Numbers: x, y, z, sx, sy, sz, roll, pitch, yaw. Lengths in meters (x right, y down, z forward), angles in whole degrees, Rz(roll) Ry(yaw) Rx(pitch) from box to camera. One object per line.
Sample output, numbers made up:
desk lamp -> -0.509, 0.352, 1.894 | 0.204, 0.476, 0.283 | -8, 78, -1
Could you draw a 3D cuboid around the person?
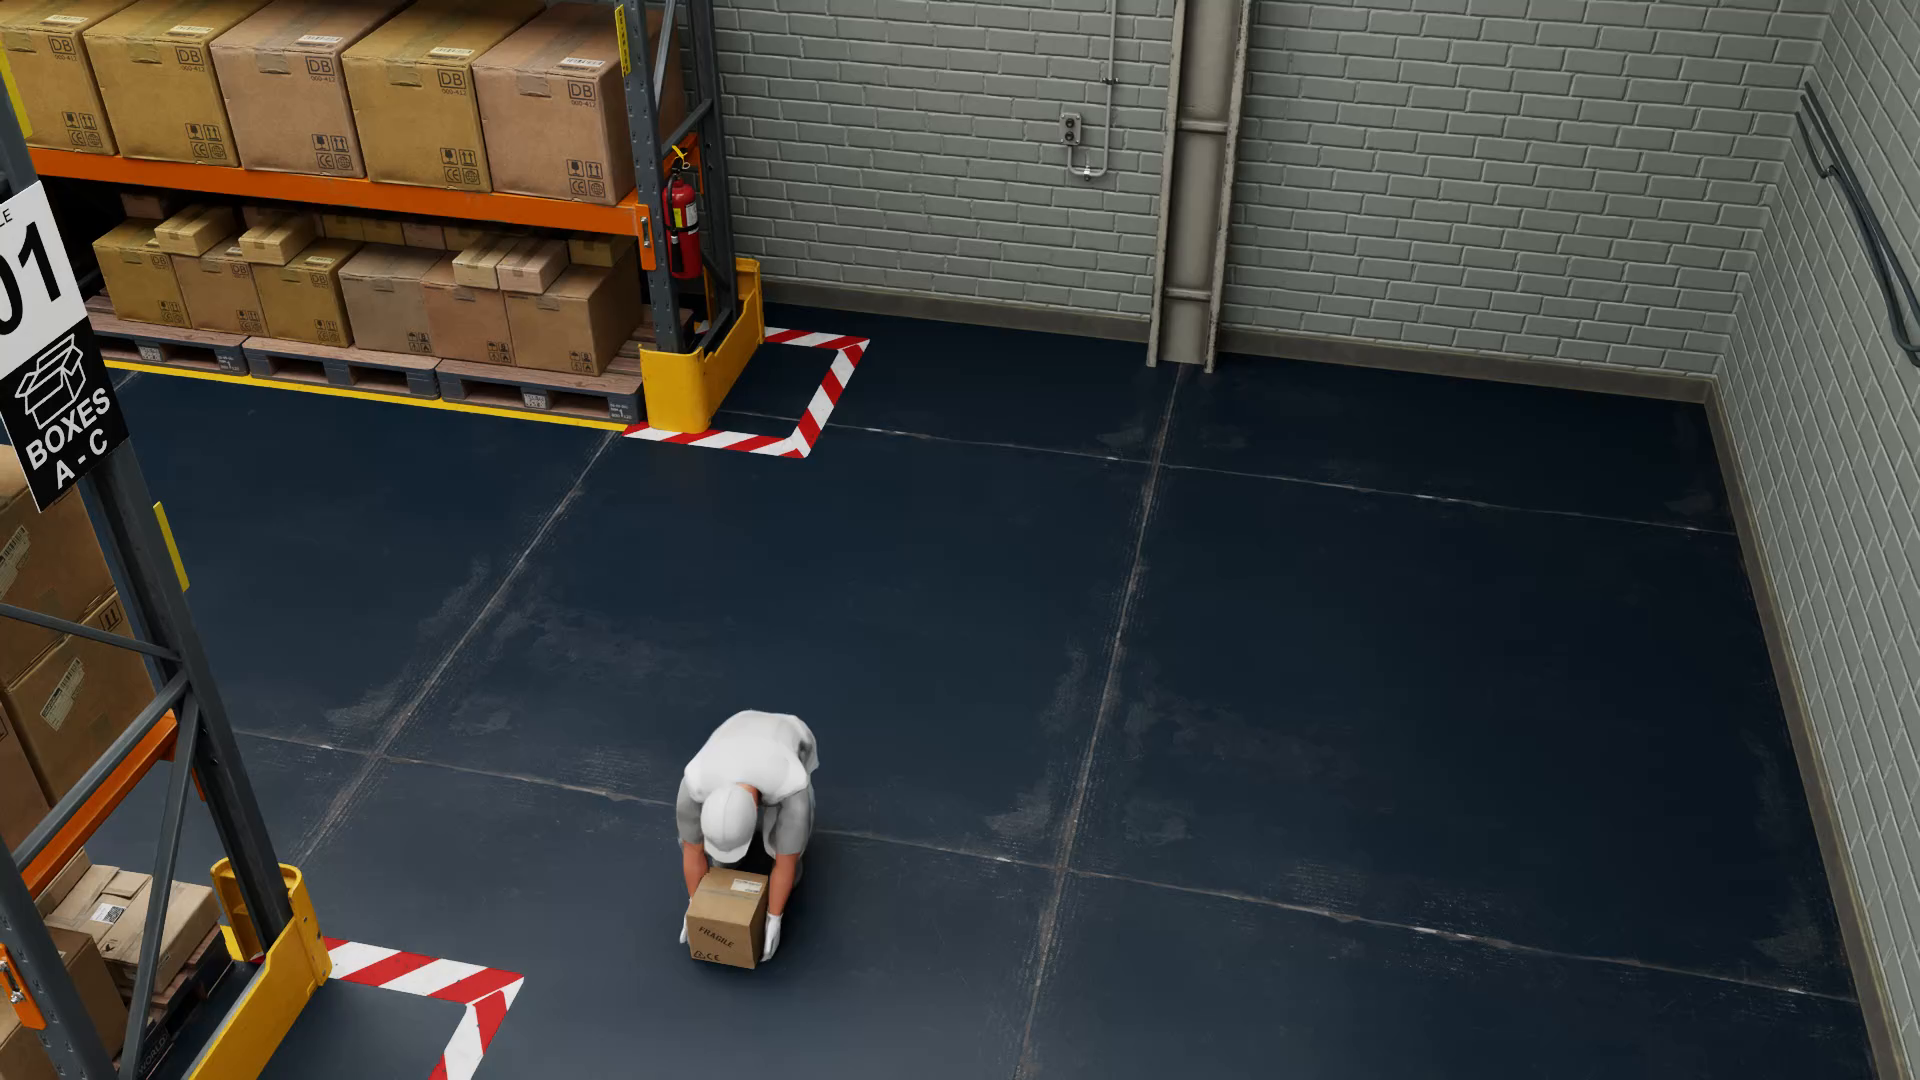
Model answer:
person -> -0.801, 1.047, 6.374 | 0.558, 0.883, 0.899 | 7, 37, 10
